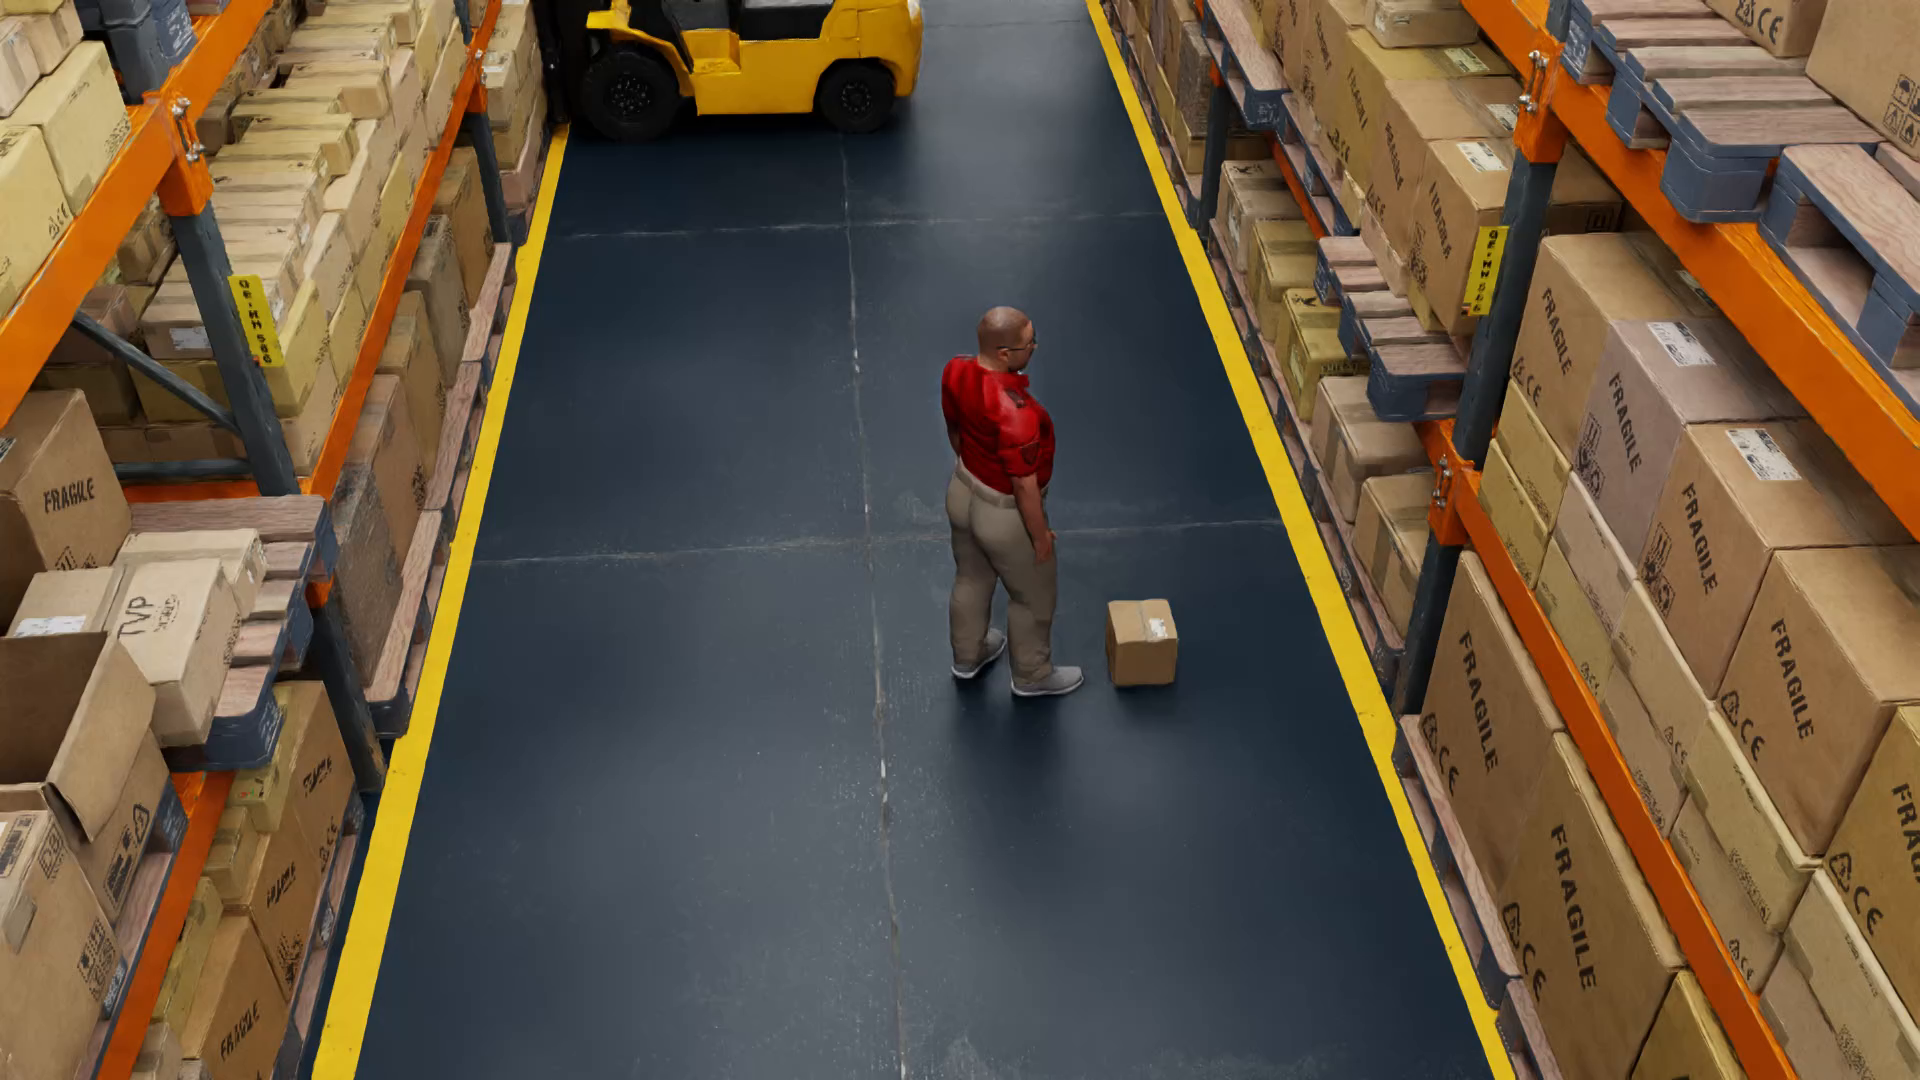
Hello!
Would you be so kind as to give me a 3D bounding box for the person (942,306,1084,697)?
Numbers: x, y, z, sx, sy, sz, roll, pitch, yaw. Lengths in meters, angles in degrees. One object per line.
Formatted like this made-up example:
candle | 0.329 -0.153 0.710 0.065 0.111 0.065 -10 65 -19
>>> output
person | 0.196 -0.140 6.328 0.466 1.754 0.568 -25 45 -28
